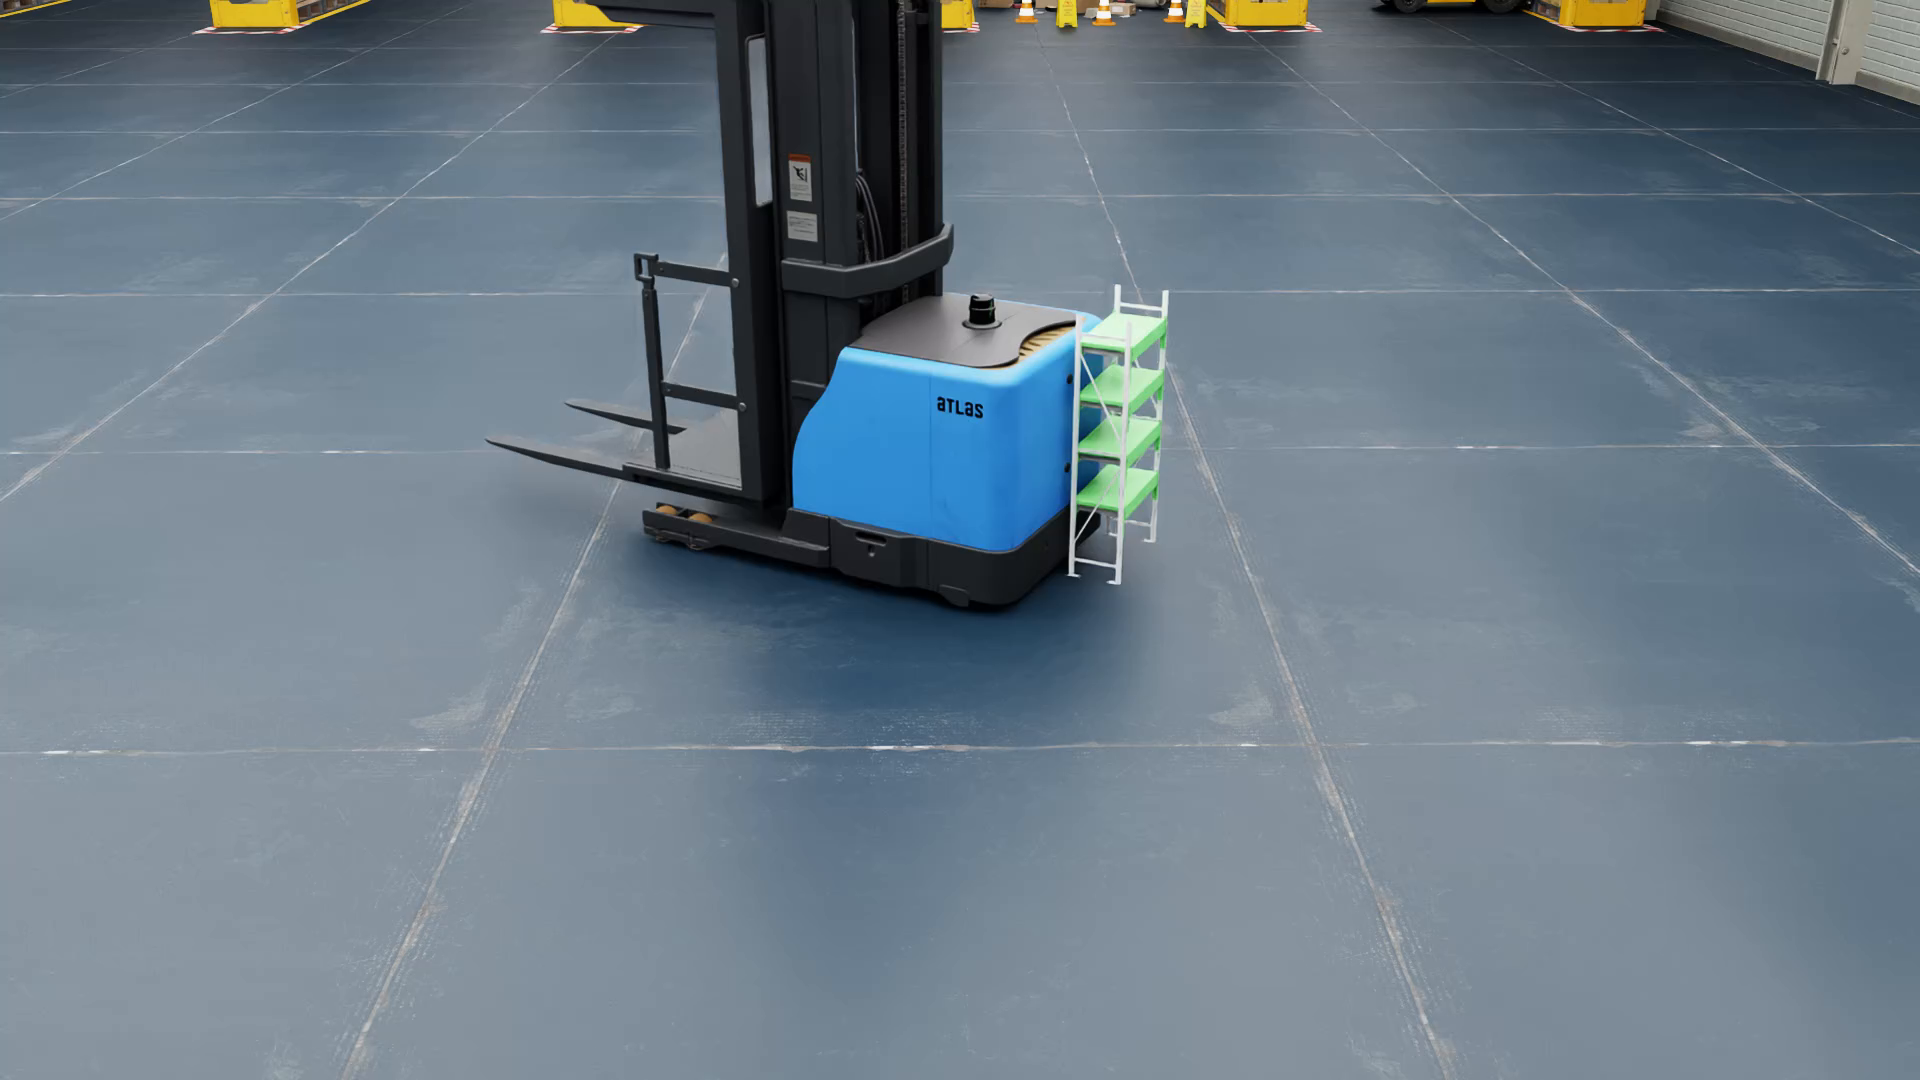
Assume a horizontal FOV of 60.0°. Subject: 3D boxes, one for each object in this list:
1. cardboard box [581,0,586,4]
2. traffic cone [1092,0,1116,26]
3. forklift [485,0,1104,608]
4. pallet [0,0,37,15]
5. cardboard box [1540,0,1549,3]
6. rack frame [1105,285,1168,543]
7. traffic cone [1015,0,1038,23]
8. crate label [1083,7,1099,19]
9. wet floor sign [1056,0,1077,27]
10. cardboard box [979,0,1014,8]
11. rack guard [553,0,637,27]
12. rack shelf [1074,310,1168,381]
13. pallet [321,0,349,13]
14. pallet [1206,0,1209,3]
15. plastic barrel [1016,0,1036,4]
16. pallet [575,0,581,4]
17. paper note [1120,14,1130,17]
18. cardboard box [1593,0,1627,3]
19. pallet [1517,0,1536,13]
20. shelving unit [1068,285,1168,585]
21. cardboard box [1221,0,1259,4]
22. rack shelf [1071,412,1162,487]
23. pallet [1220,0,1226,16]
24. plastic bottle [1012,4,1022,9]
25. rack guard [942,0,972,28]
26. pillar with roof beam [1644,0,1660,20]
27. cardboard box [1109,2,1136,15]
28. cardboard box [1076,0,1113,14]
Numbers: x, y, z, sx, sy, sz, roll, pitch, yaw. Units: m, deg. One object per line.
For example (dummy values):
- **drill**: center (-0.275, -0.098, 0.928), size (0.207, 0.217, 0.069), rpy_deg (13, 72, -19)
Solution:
- **cardboard box**: center (-5.365, -8.262, 24.902), size (0.500, 0.500, 0.500), rpy_deg (4, 25, 9)
- **traffic cone**: center (2.133, -7.868, 24.584), size (0.336, 0.463, 0.334), rpy_deg (0, 24, -1)
- **forklift**: center (-0.891, -1.466, 7.435), size (3.031, 2.935, 1.130), rpy_deg (12, 27, 25)
- **pallet**: center (-15.342, -8.456, 26.189), size (1.003, 0.211, 1.213), rpy_deg (0, 24, -1)
- **cardboard box**: center (9.180, -8.357, 25.414), size (0.500, 0.250, 0.500), rpy_deg (0, 24, -1)
- **rack frame**: center (0.794, -0.553, 7.518), size (0.240, 1.200, 0.015), rpy_deg (10, 26, 22)
- **traffic cone**: center (1.000, -8.003, 24.883), size (0.336, 0.463, 0.334), rpy_deg (0, 24, -1)
- **crate label**: center (2.063, -8.043, 25.367), size (0.250, 0.136, 0.298), rpy_deg (-14, 28, -28)
- **wet floor sign**: center (1.566, -7.858, 24.340), size (0.267, 0.644, 0.232), rpy_deg (-4, 25, -10)
- **cardboard box**: center (0.585, -8.809, 26.617), size (0.500, 0.500, 0.500), rpy_deg (4, 25, 9)
- **rack guard**: center (-5.376, -7.845, 24.489), size (1.175, 0.500, 0.348), rpy_deg (0, 24, -1)
- **rack shelf**: center (0.695, -0.841, 7.143), size (0.258, 0.148, 0.480), rpy_deg (10, 26, 22)
- **pallet**: center (-10.390, -8.527, 26.348), size (1.003, 0.211, 1.213), rpy_deg (0, 24, -1)
- **pallet**: center (4.533, -9.098, 27.611), size (1.003, 0.211, 1.213), rpy_deg (0, 24, -1)
- **plastic barrel**: center (1.088, -8.947, 27.019), size (0.512, 0.421, 0.421), rpy_deg (19, 30, 35)
- **pallet**: center (-5.350, -8.048, 25.289), size (1.003, 0.211, 1.213), rpy_deg (0, 24, -1)
- **paper note**: center (2.533, -8.025, 25.456), size (0.148, 0.019, 0.142), rpy_deg (-9, 26, -19)
- **cardboard box**: center (9.688, -8.163, 24.985), size (0.500, 0.250, 0.500), rpy_deg (0, 24, 0)
- **pallet**: center (9.437, -8.567, 26.436), size (1.003, 0.211, 1.213), rpy_deg (0, 24, -1)
- **shelving unit**: center (0.695, -0.462, 7.315), size (0.258, 1.200, 0.503), rpy_deg (10, 26, 22)
- **cardboard box**: center (4.256, -8.277, 25.239), size (0.500, 0.250, 0.500), rpy_deg (0, 24, -1)
- **rack shelf**: center (0.695, -0.403, 7.341), size (0.258, 0.148, 0.480), rpy_deg (10, 26, 22)
- **pallet**: center (4.560, -8.093, 25.388), size (1.003, 0.211, 1.213), rpy_deg (0, 24, -1)
- **plastic bottle**: center (0.984, -8.507, 26.486), size (0.283, 0.061, 0.133), rpy_deg (-9, 26, -19)
- **rack guard**: center (-0.414, -7.784, 24.355), size (1.175, 0.500, 0.348), rpy_deg (0, 24, -1)
- **pillar with roof beam**: center (6.086, -12.026, 23.420), size (9.100, 9.000, 0.400), rpy_deg (0, 24, -1)
- **cardboard box**: center (2.500, -8.229, 25.764), size (0.380, 0.149, 0.250), rpy_deg (13, 27, 27)
- **cardboard box**: center (1.983, -8.572, 26.093), size (0.797, 0.503, 0.637), rpy_deg (-19, 31, -36)
